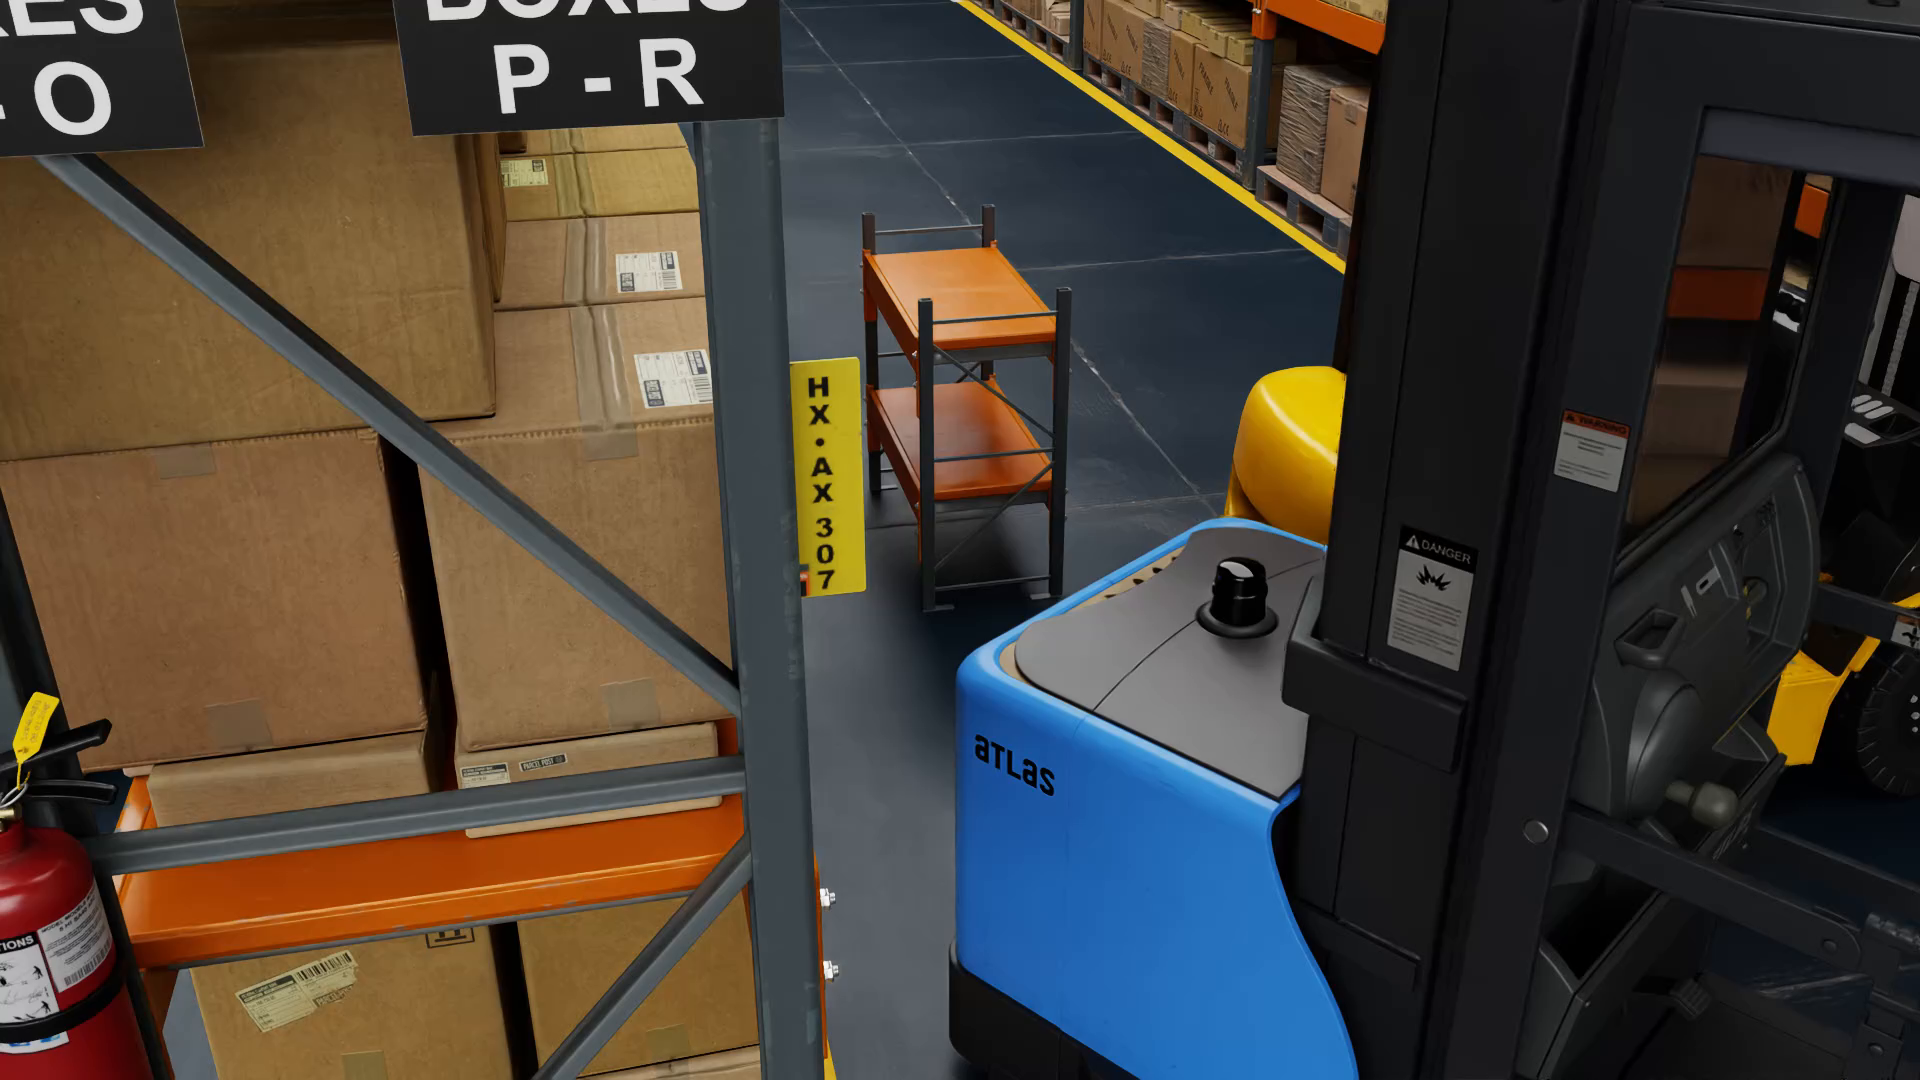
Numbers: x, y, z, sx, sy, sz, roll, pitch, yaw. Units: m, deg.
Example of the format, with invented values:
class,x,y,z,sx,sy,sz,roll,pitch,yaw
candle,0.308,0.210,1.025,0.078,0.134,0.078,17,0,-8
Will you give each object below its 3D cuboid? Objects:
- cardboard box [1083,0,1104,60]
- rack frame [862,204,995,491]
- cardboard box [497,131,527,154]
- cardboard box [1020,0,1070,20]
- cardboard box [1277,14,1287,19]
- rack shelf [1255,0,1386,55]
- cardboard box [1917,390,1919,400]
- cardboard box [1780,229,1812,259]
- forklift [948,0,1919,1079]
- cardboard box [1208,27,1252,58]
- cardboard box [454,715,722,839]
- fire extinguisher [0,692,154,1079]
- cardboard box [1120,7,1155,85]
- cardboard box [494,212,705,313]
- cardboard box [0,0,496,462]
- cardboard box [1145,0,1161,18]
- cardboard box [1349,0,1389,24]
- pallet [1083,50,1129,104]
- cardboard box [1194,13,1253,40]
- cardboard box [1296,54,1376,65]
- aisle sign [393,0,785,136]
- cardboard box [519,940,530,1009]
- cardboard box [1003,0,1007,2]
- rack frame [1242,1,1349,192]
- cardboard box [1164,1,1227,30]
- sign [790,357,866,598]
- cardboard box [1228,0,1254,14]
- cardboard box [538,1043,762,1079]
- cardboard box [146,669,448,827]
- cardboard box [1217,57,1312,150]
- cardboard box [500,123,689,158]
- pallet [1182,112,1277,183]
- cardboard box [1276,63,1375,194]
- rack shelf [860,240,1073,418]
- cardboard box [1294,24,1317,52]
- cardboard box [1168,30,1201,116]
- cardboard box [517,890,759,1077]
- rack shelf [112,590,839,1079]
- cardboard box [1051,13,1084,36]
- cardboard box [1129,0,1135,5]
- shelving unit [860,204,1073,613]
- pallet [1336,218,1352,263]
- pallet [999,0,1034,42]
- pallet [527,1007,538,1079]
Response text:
class,x,y,z,sx,sy,sz,roll,pitch,yaw
cardboard box,1.319,-4.243,13.635,0.500,0.500,0.500,-5,27,-9
rack frame,-0.116,-0.728,6.445,0.500,1.125,0.032,-6,27,-12
cardboard box,-1.328,-1.128,3.605,0.700,0.500,0.500,-6,27,-12
cardboard box,0.962,-5.121,15.375,0.700,0.500,0.500,-7,28,-14
cardboard box,2.378,-3.621,11.684,0.380,0.149,0.250,-7,28,-14
rack shelf,2.782,-2.451,8.576,1.077,0.370,4.000,-6,27,-12
cardboard box,3.264,-0.614,5.613,0.500,0.250,0.500,-5,27,-10
cardboard box,3.036,-1.056,6.490,0.500,0.250,0.500,-6,27,-12
forklift,1.401,0.183,2.636,3.031,2.935,1.130,22,34,37
cardboard box,1.881,-3.319,11.085,0.380,0.149,0.250,-7,28,-14
cardboard box,-0.576,0.309,2.587,0.380,0.149,0.250,-6,27,-11
fire extinguisher,-1.125,0.499,2.018,0.296,0.674,0.183,-6,27,-12
cardboard box,1.557,-3.790,12.739,0.500,0.500,0.500,-7,28,-13
cardboard box,-0.658,-0.273,3.021,0.500,0.500,0.500,-5,27,-10
cardboard box,-1.029,-0.458,2.279,0.700,0.500,0.500,-7,28,-13
cardboard box,1.606,-4.016,12.466,0.380,0.149,0.250,-5,27,-10
cardboard box,2.424,-2.917,8.867,0.500,0.250,0.500,-7,28,-13
pallet,1.650,-3.808,13.561,1.003,0.211,1.213,-6,27,-12
cardboard box,1.850,-3.560,11.562,0.380,0.149,0.250,-5,27,-10
cardboard box,2.509,-2.935,11.045,0.500,0.500,0.500,-5,27,-10
aisle sign,-0.385,-0.797,1.616,0.394,0.787,0.004,-6,27,-12
cardboard box,-1.255,0.852,3.819,0.500,0.250,0.500,-6,27,-11
cardboard box,0.728,-5.577,16.278,0.700,0.500,0.500,-5,27,-9
rack frame,2.331,-3.650,10.153,1.000,3.000,0.127,-6,27,-12
cardboard box,1.701,-3.788,12.013,0.380,0.149,0.250,-7,28,-14
sign,-0.173,-0.074,2.107,0.100,0.325,0.005,-6,27,-12
cardboard box,2.174,-3.834,12.106,0.380,0.149,0.250,-6,27,-11
cardboard box,-0.614,1.025,3.475,0.500,0.250,0.500,-6,27,-12
cardboard box,-0.994,0.337,2.532,0.380,0.149,0.250,-5,27,-10
cardboard box,2.026,-2.886,10.946,0.500,0.500,0.500,-5,27,-10
cardboard box,-0.896,-0.719,3.905,0.500,0.500,0.500,-7,28,-13
pallet,2.199,-2.737,11.438,1.003,0.211,1.213,-6,27,-12
cardboard box,2.458,-2.502,10.048,0.875,0.625,0.625,-5,27,-10
rack shelf,-0.002,-0.766,5.871,0.538,0.278,1.000,-6,27,-12
cardboard box,2.483,-3.391,11.228,0.380,0.149,0.250,-5,27,-10
cardboard box,1.803,-3.336,11.838,0.500,0.500,0.500,-5,27,-9
cardboard box,-0.620,0.680,3.327,0.500,0.500,0.500,-7,28,-13
rack shelf,-1.152,-0.189,4.095,1.077,0.370,4.000,-6,27,-12
cardboard box,1.018,-4.536,14.605,0.380,0.149,0.250,-7,28,-13
cardboard box,1.533,-4.239,12.907,0.380,0.149,0.250,-6,27,-12
shelving unit,-0.002,-0.505,6.002,0.538,1.125,1.048,-6,27,-12
pallet,2.750,-1.506,8.999,1.003,0.211,1.213,-6,27,-12
pallet,0.997,-5.000,15.921,1.003,0.211,1.213,-6,27,-12
pallet,-0.867,1.219,3.601,1.003,0.211,1.213,-6,27,-12
